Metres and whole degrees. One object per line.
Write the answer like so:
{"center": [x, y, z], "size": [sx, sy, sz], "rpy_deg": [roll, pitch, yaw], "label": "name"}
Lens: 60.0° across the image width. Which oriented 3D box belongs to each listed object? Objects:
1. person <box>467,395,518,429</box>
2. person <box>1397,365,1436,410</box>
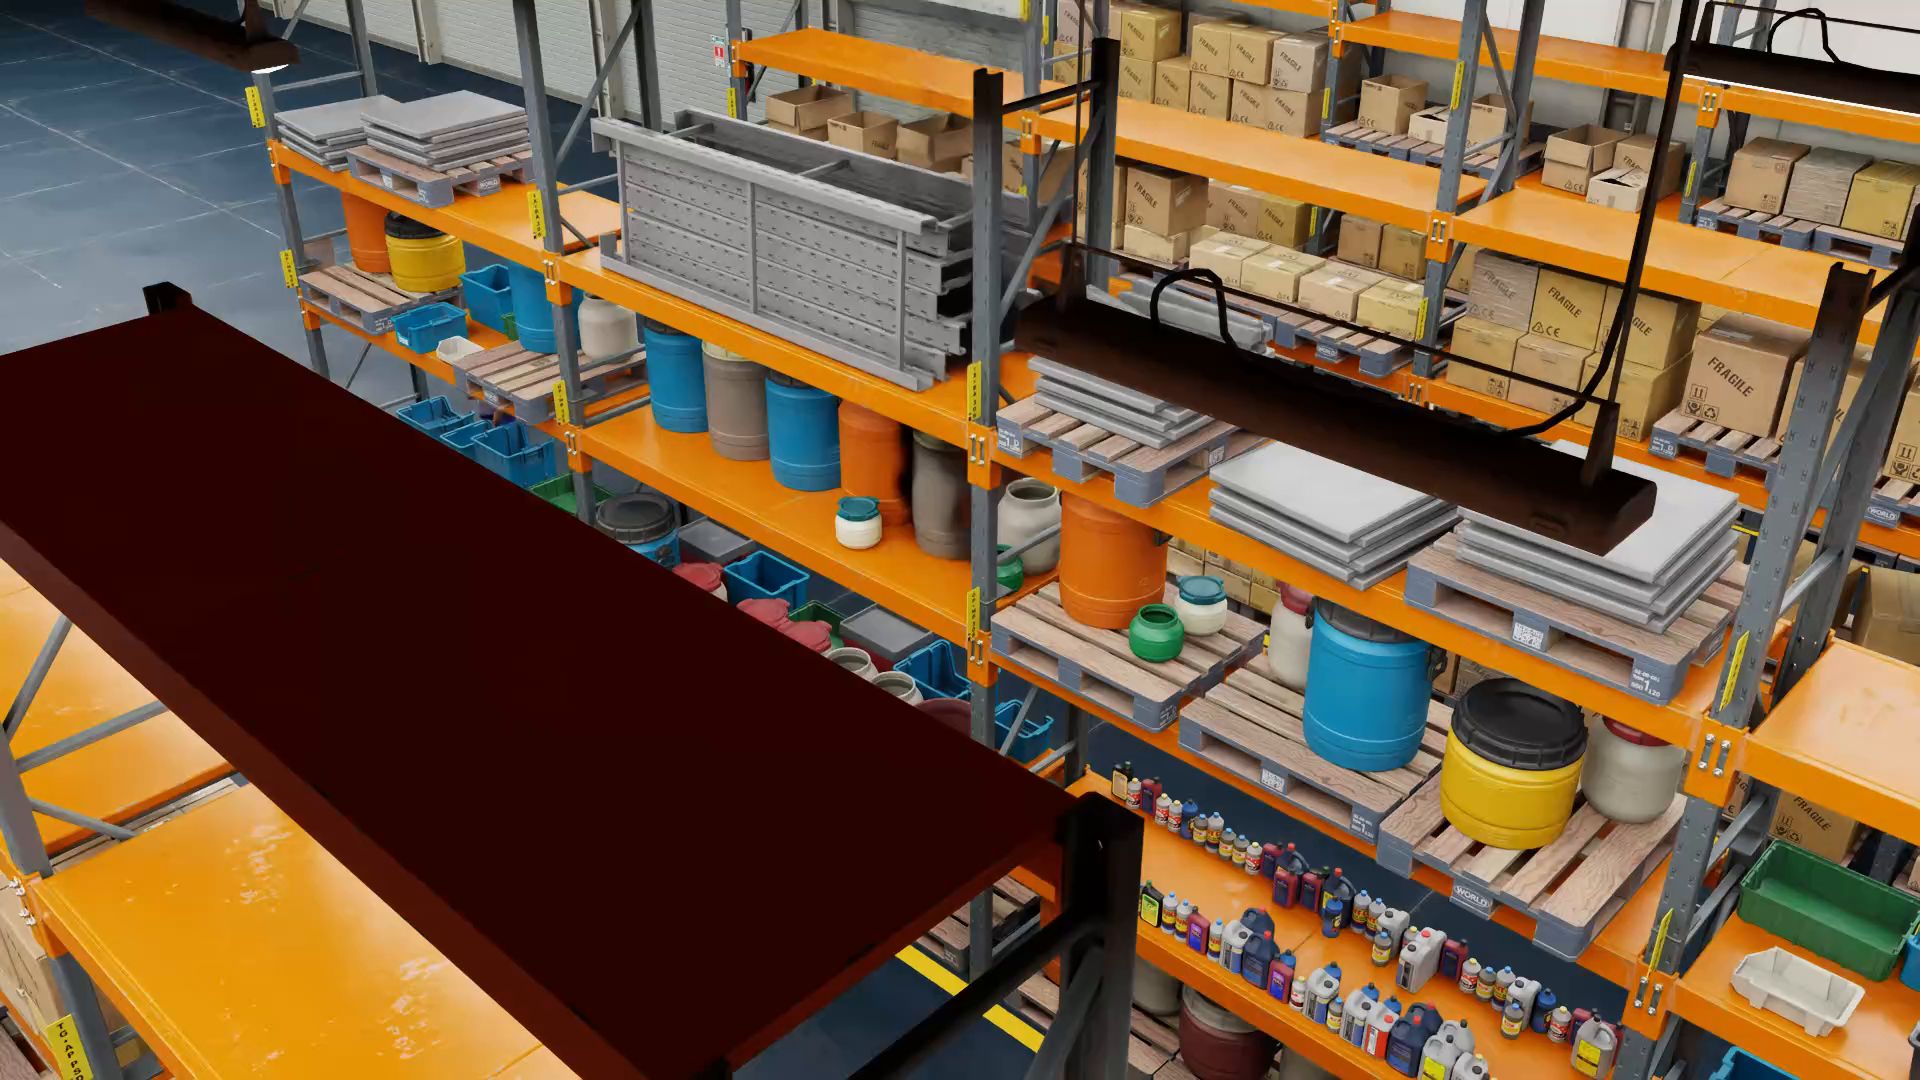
{"center": [-4.623, -1.154, 16.623], "size": [0.647, 1.630, 0.584], "rpy_deg": [9, 31, 16], "label": "person"}
{"center": [4.464, -1.035, 16.383], "size": [0.883, 1.662, 0.608], "rpy_deg": [16, 33, 26], "label": "person"}
